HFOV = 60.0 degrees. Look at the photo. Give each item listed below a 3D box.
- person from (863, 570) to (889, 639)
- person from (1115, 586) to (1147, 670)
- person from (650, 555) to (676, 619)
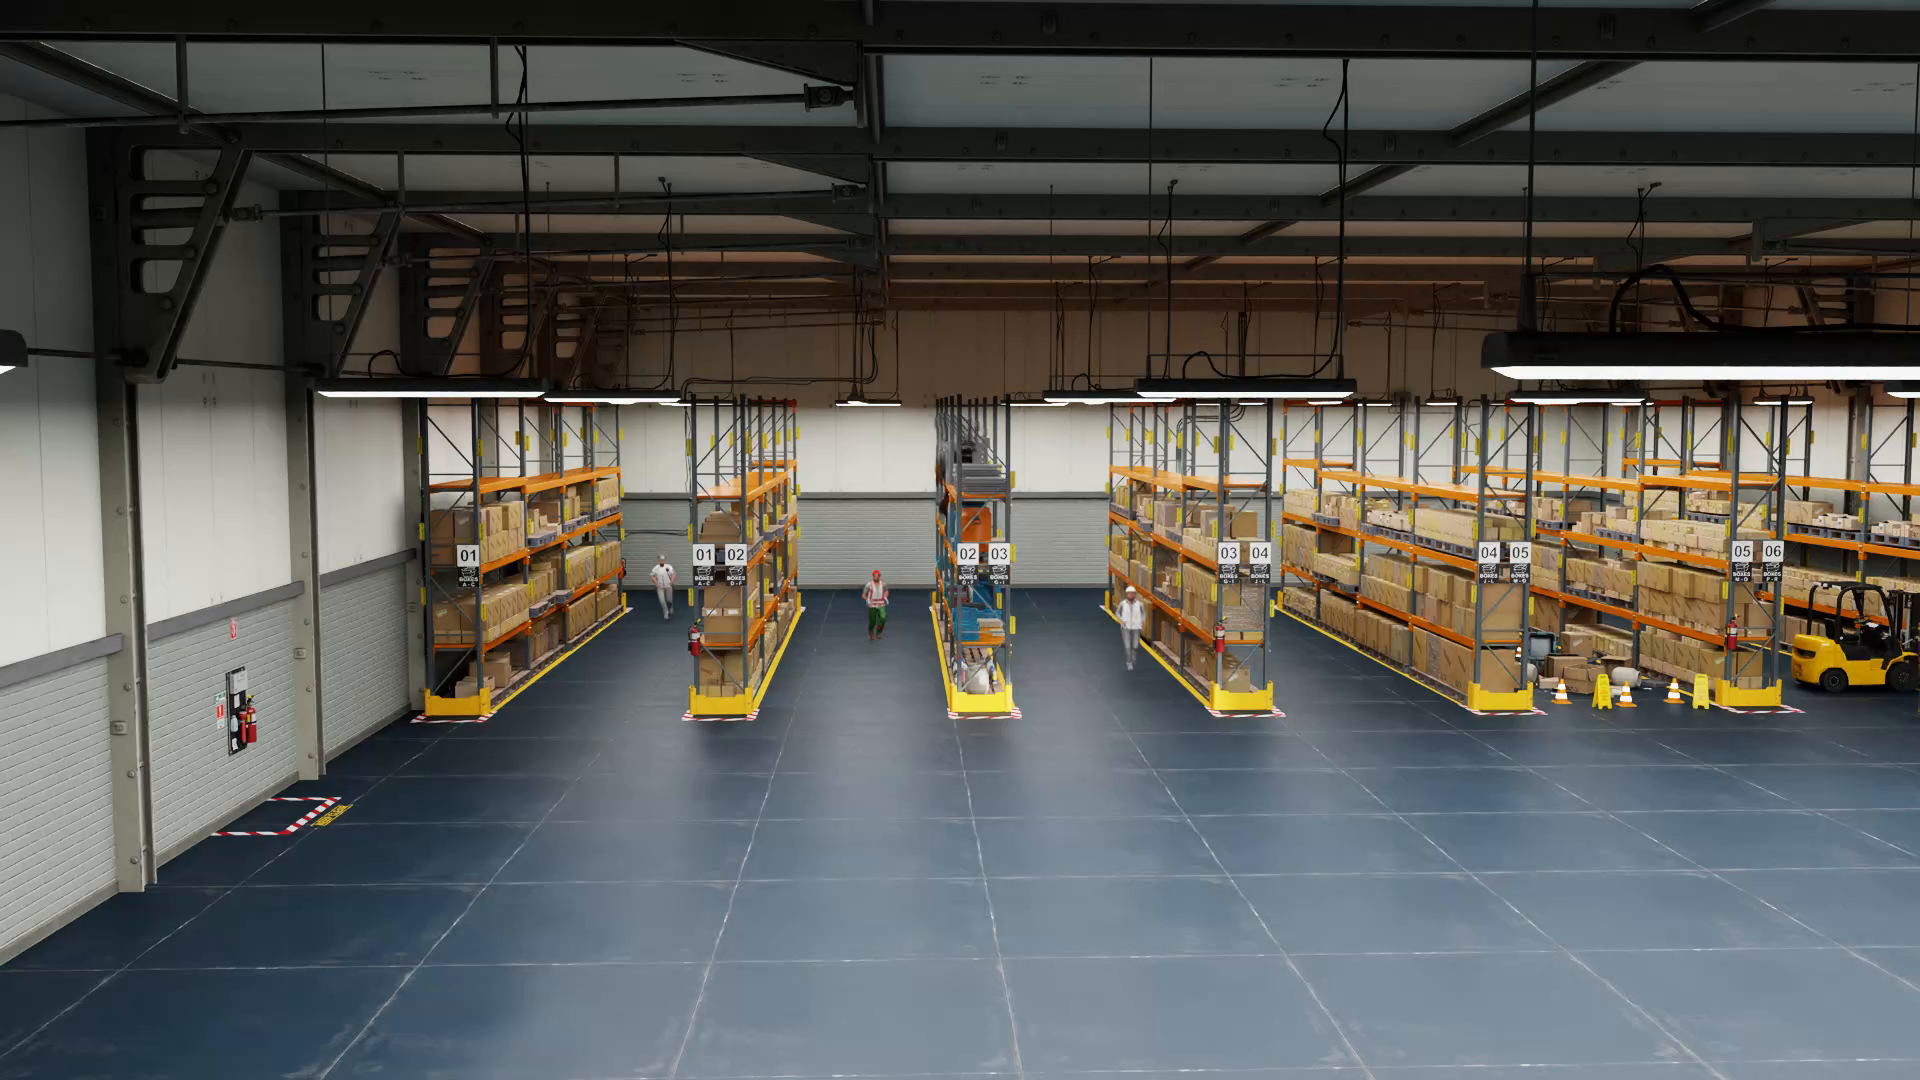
[{"bbox_3d":[-1.989,1.521,39.608,0.657,1.629,0.869,-1,5,-14],"label":"person"},{"bbox_3d":[3.574,1.841,34.737,0.661,1.743,0.522,0,5,3],"label":"person"},{"bbox_3d":[-8.155,1.271,45.684,0.684,1.755,0.665,-1,5,-10],"label":"person"}]
